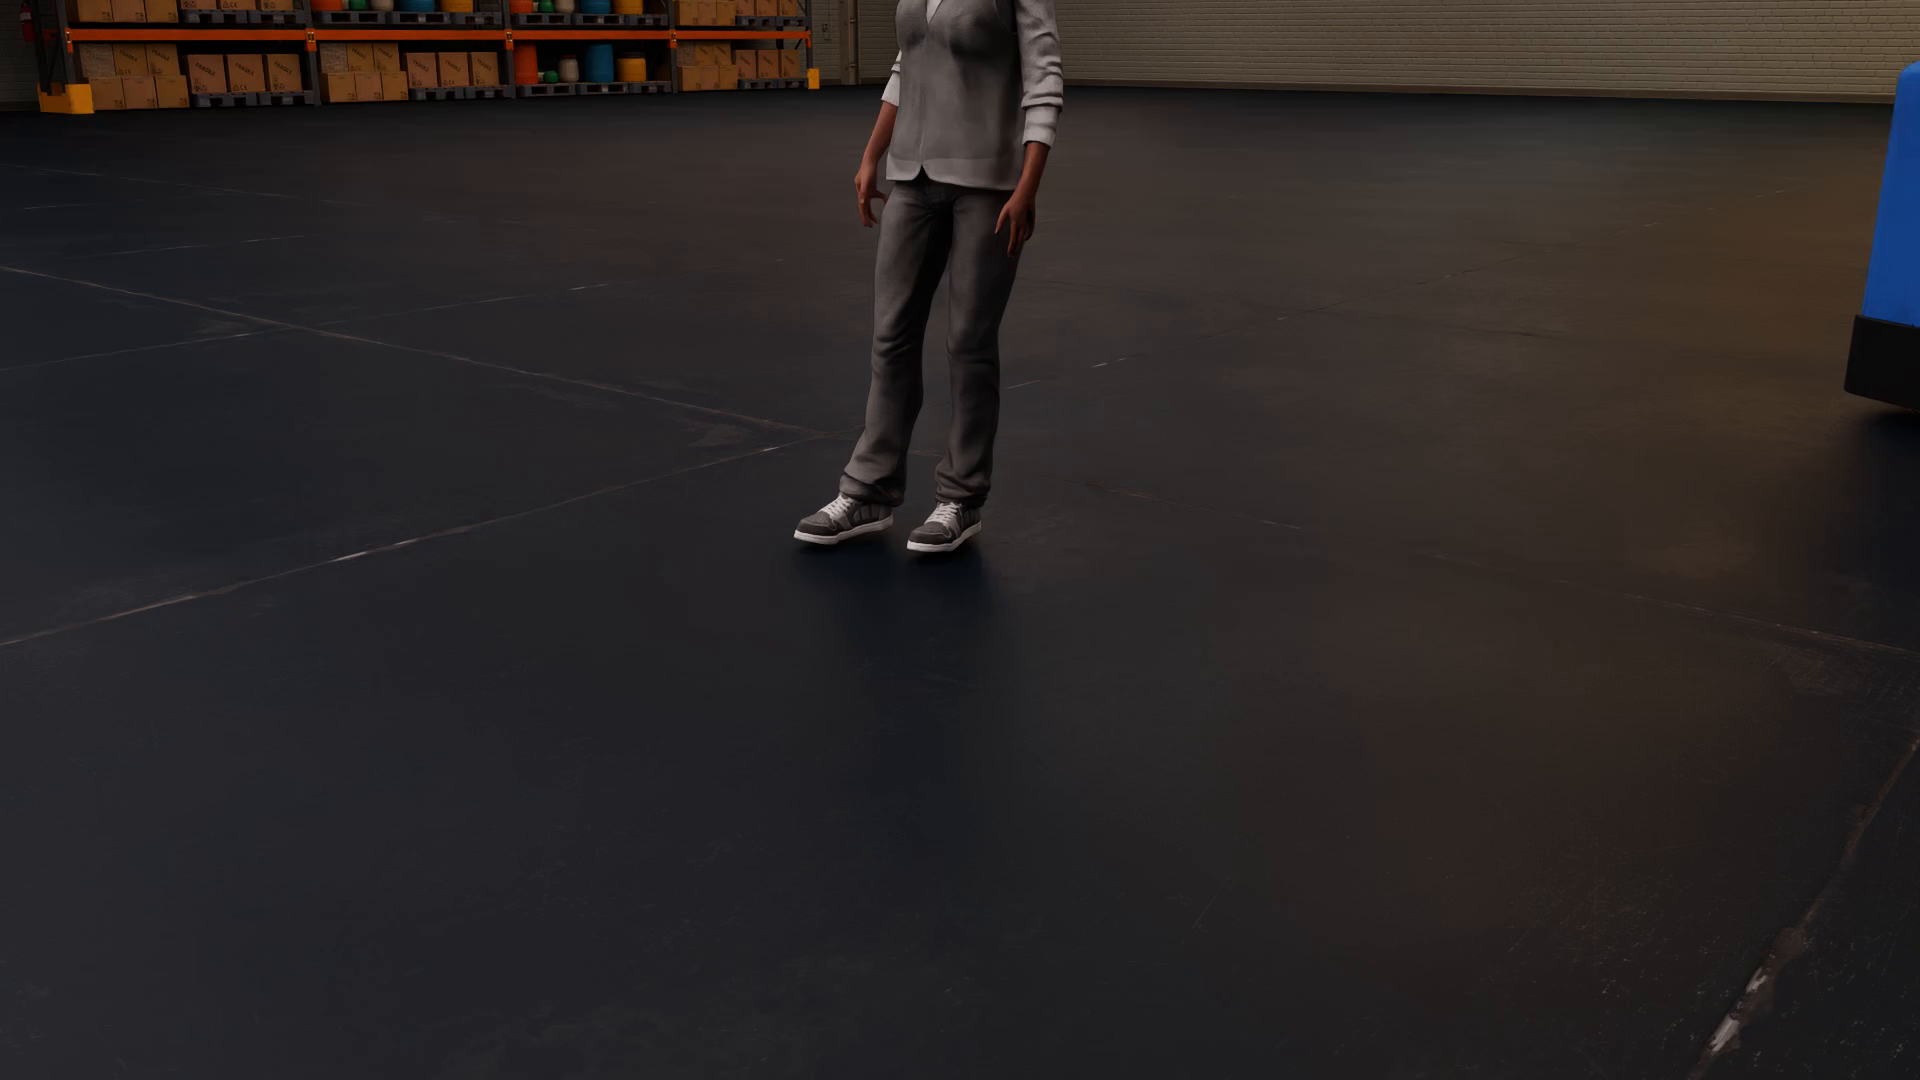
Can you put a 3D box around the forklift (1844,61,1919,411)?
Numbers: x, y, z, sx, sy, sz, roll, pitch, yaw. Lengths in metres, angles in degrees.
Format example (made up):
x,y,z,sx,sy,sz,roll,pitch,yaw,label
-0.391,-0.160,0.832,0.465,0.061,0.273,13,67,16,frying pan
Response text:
x,y,z,sx,sy,sz,roll,pitch,yaw,label
4.361,-1.798,4.819,3.031,2.935,1.130,-5,18,-16,forklift

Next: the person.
x,y,z,sx,sy,sz,roll,pitch,yaw,label
-0.058,-0.757,3.662,0.520,1.597,0.475,13,21,37,person
